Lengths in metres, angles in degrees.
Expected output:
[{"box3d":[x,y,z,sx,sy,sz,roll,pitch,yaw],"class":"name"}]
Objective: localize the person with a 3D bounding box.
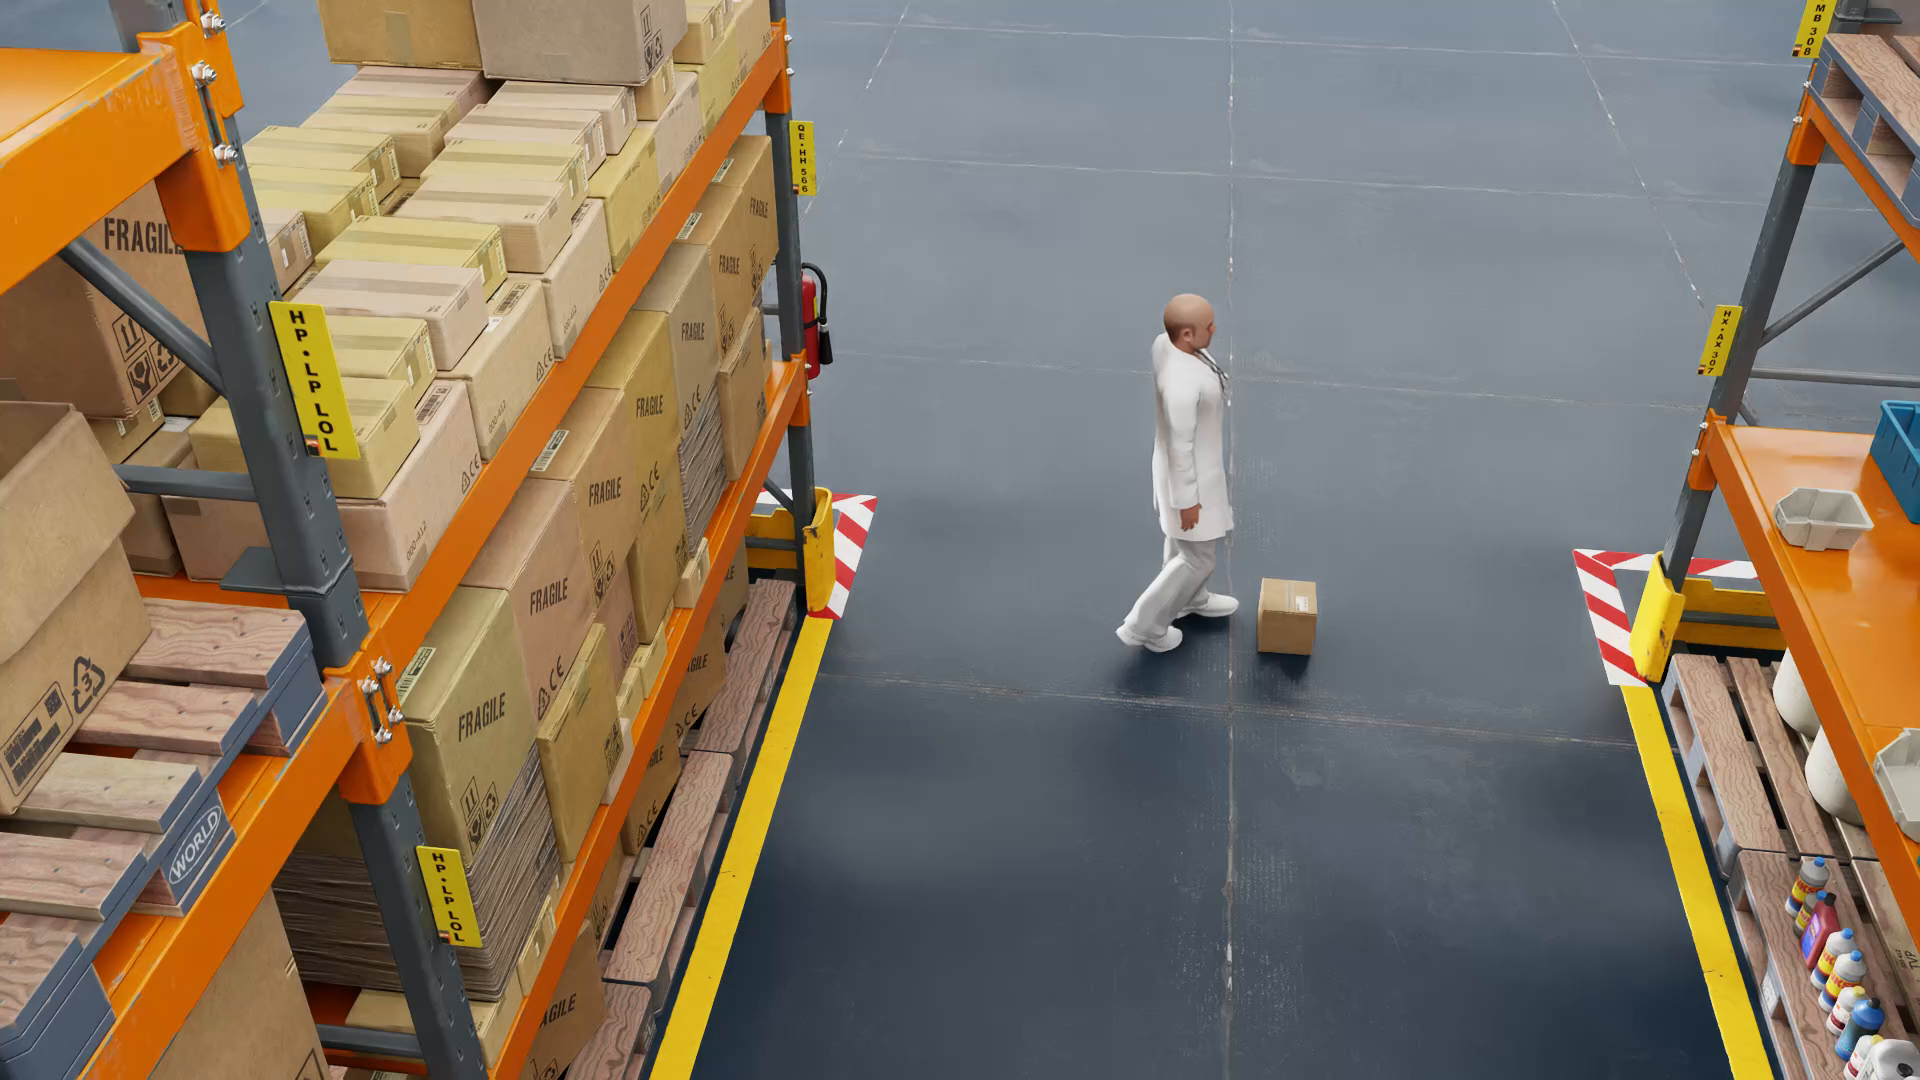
[{"box3d":[1.038,-0.301,7.472,0.623,1.790,0.618,0,36,0],"class":"person"}]
